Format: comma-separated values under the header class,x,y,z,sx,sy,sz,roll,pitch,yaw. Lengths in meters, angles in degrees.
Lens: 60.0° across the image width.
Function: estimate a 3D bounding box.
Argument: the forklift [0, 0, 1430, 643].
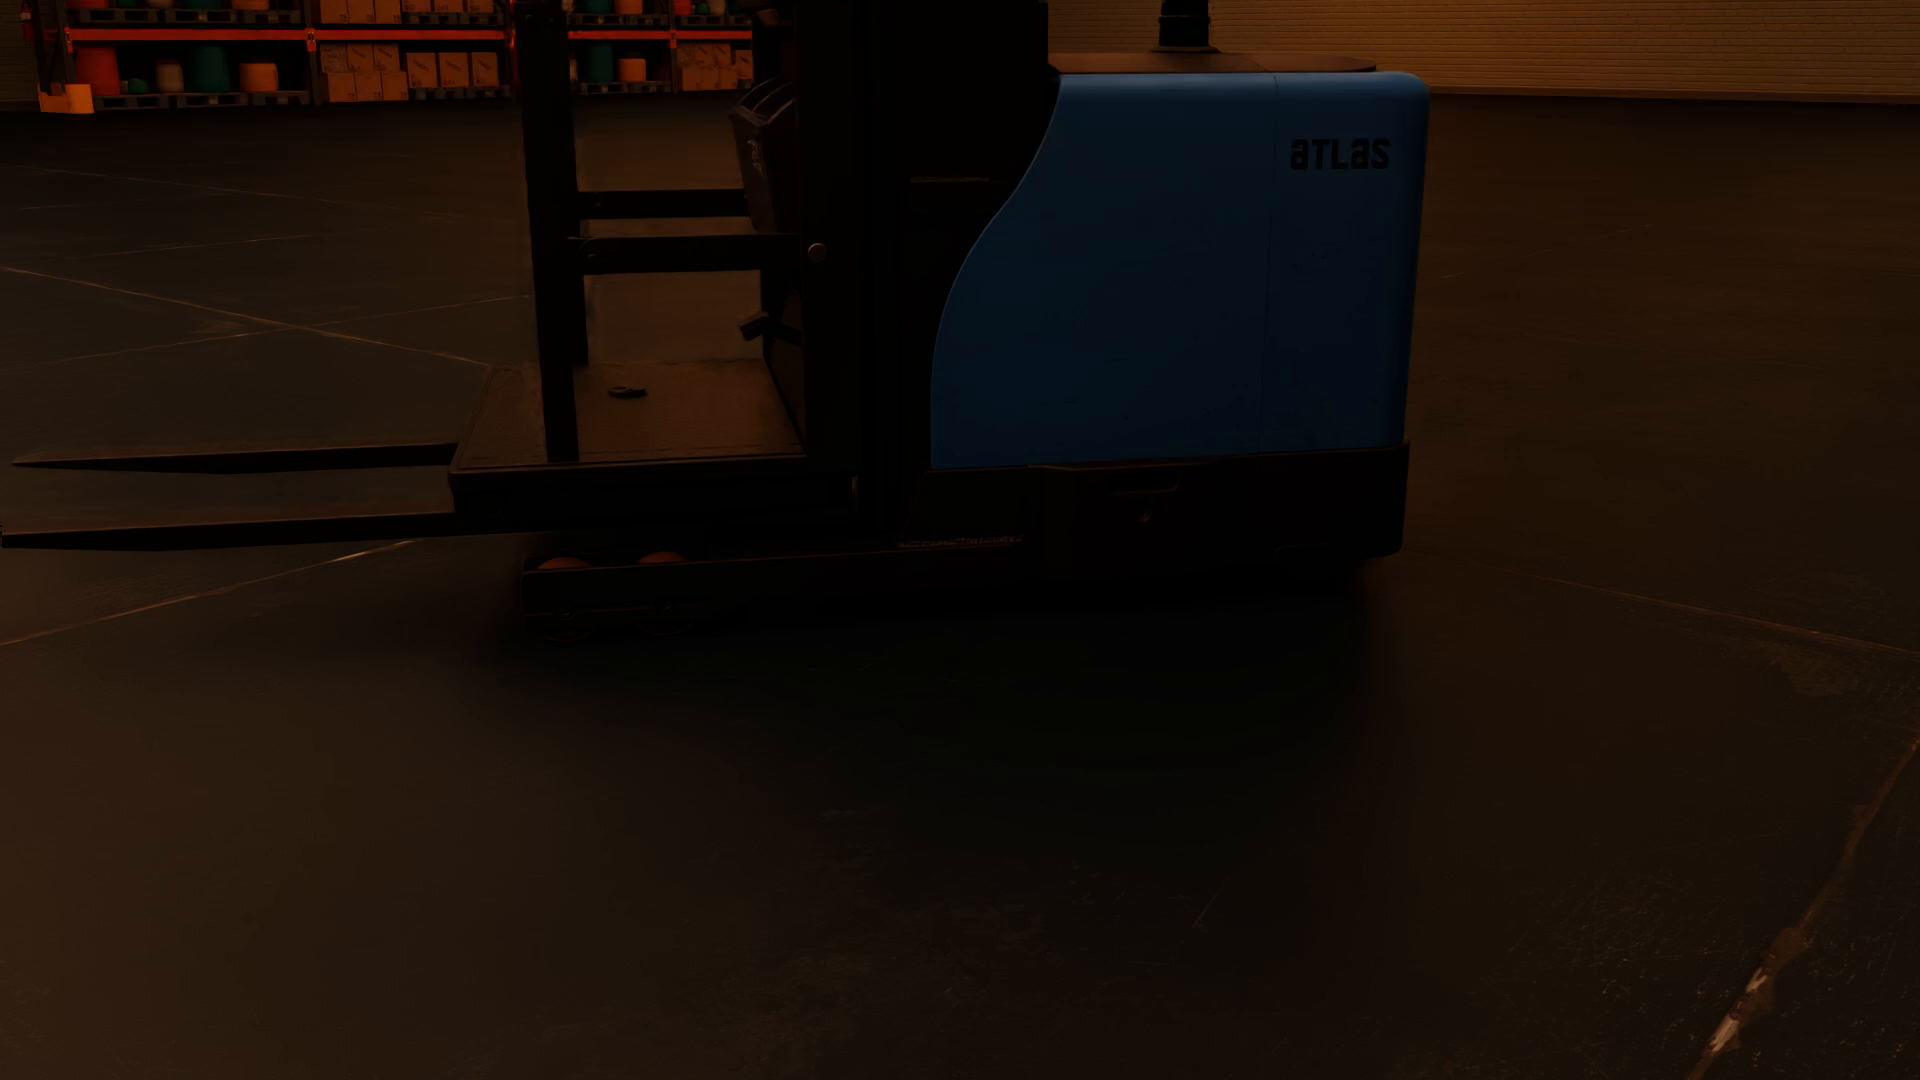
class,x,y,z,sx,sy,sz,roll,pitch,yaw
forklift,-0.599,-1.367,3.398,3.031,2.935,1.130,-3,17,-10
